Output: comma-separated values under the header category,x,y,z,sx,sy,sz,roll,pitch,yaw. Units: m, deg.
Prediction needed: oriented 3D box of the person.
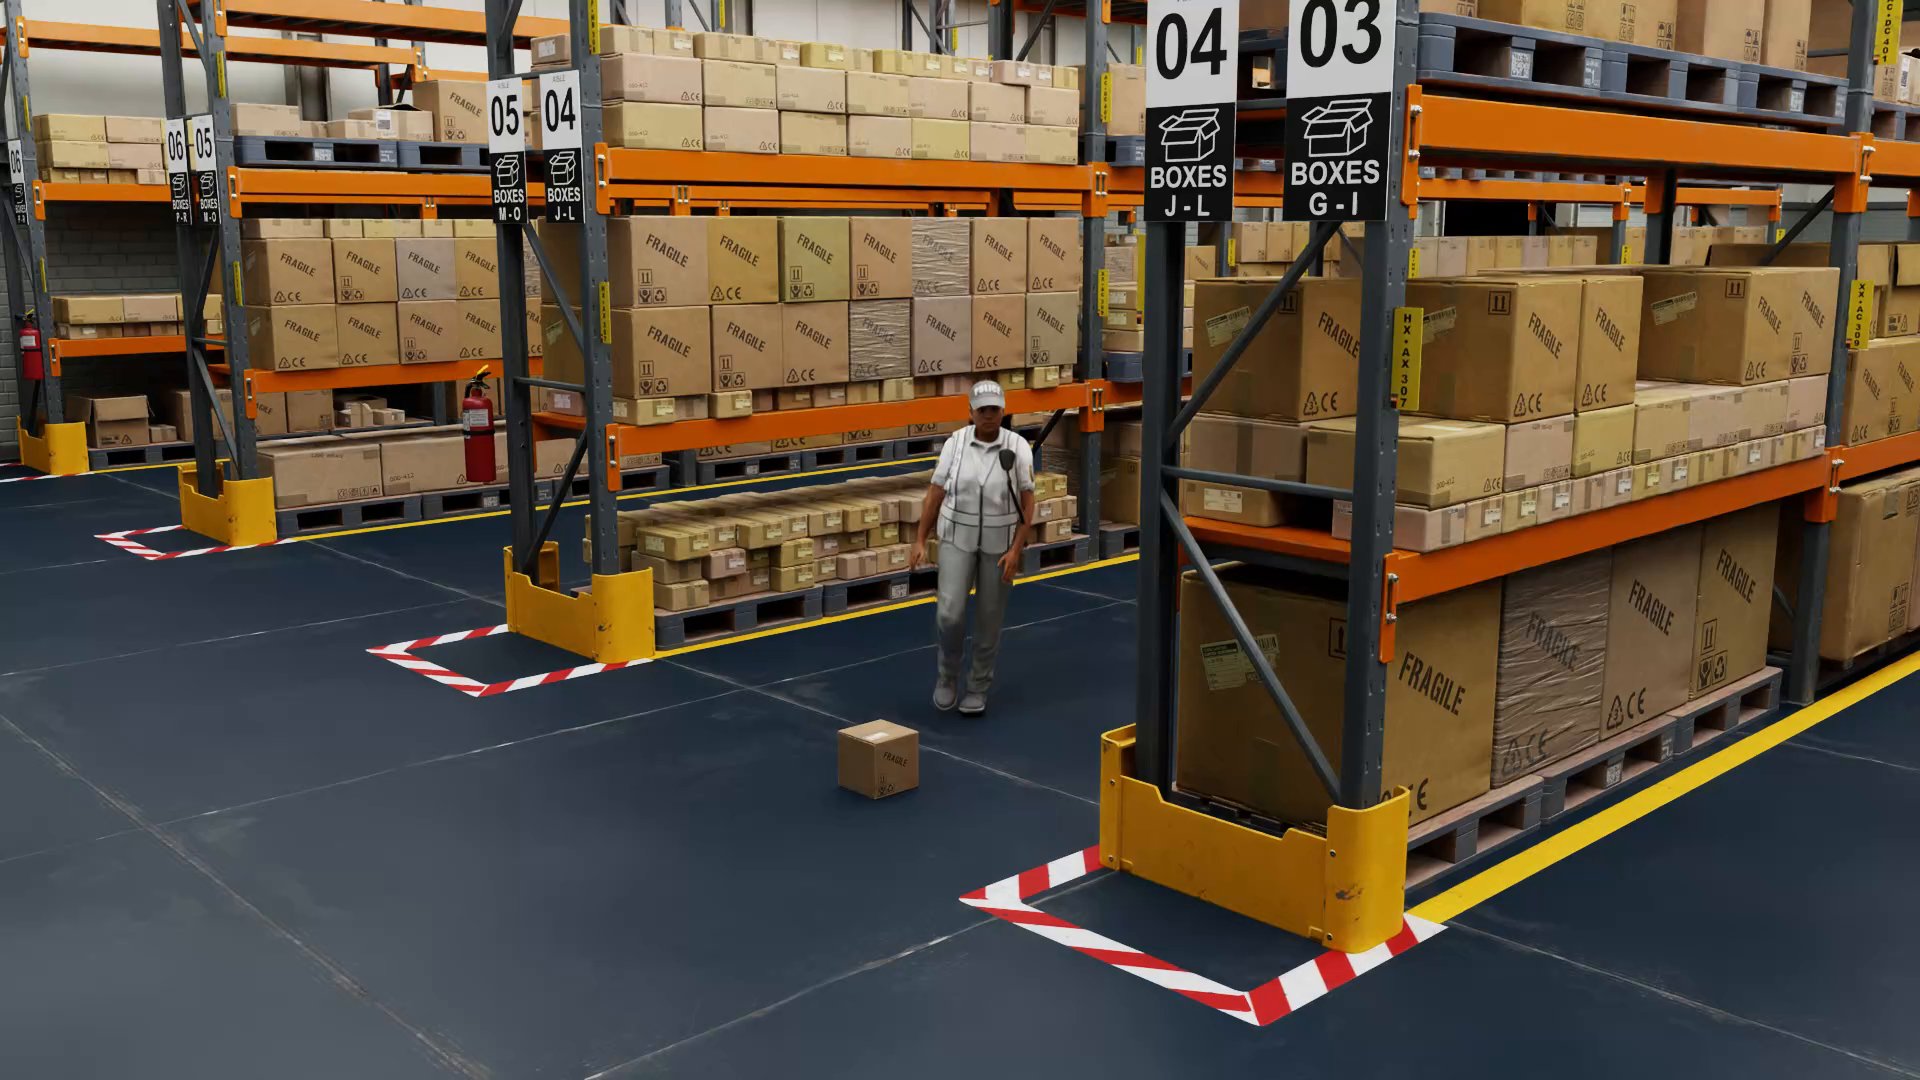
category,x,y,z,sx,sy,sz,roll,pitch,yaw
person,0.059,0.044,8.114,0.612,1.651,0.464,0,11,1
